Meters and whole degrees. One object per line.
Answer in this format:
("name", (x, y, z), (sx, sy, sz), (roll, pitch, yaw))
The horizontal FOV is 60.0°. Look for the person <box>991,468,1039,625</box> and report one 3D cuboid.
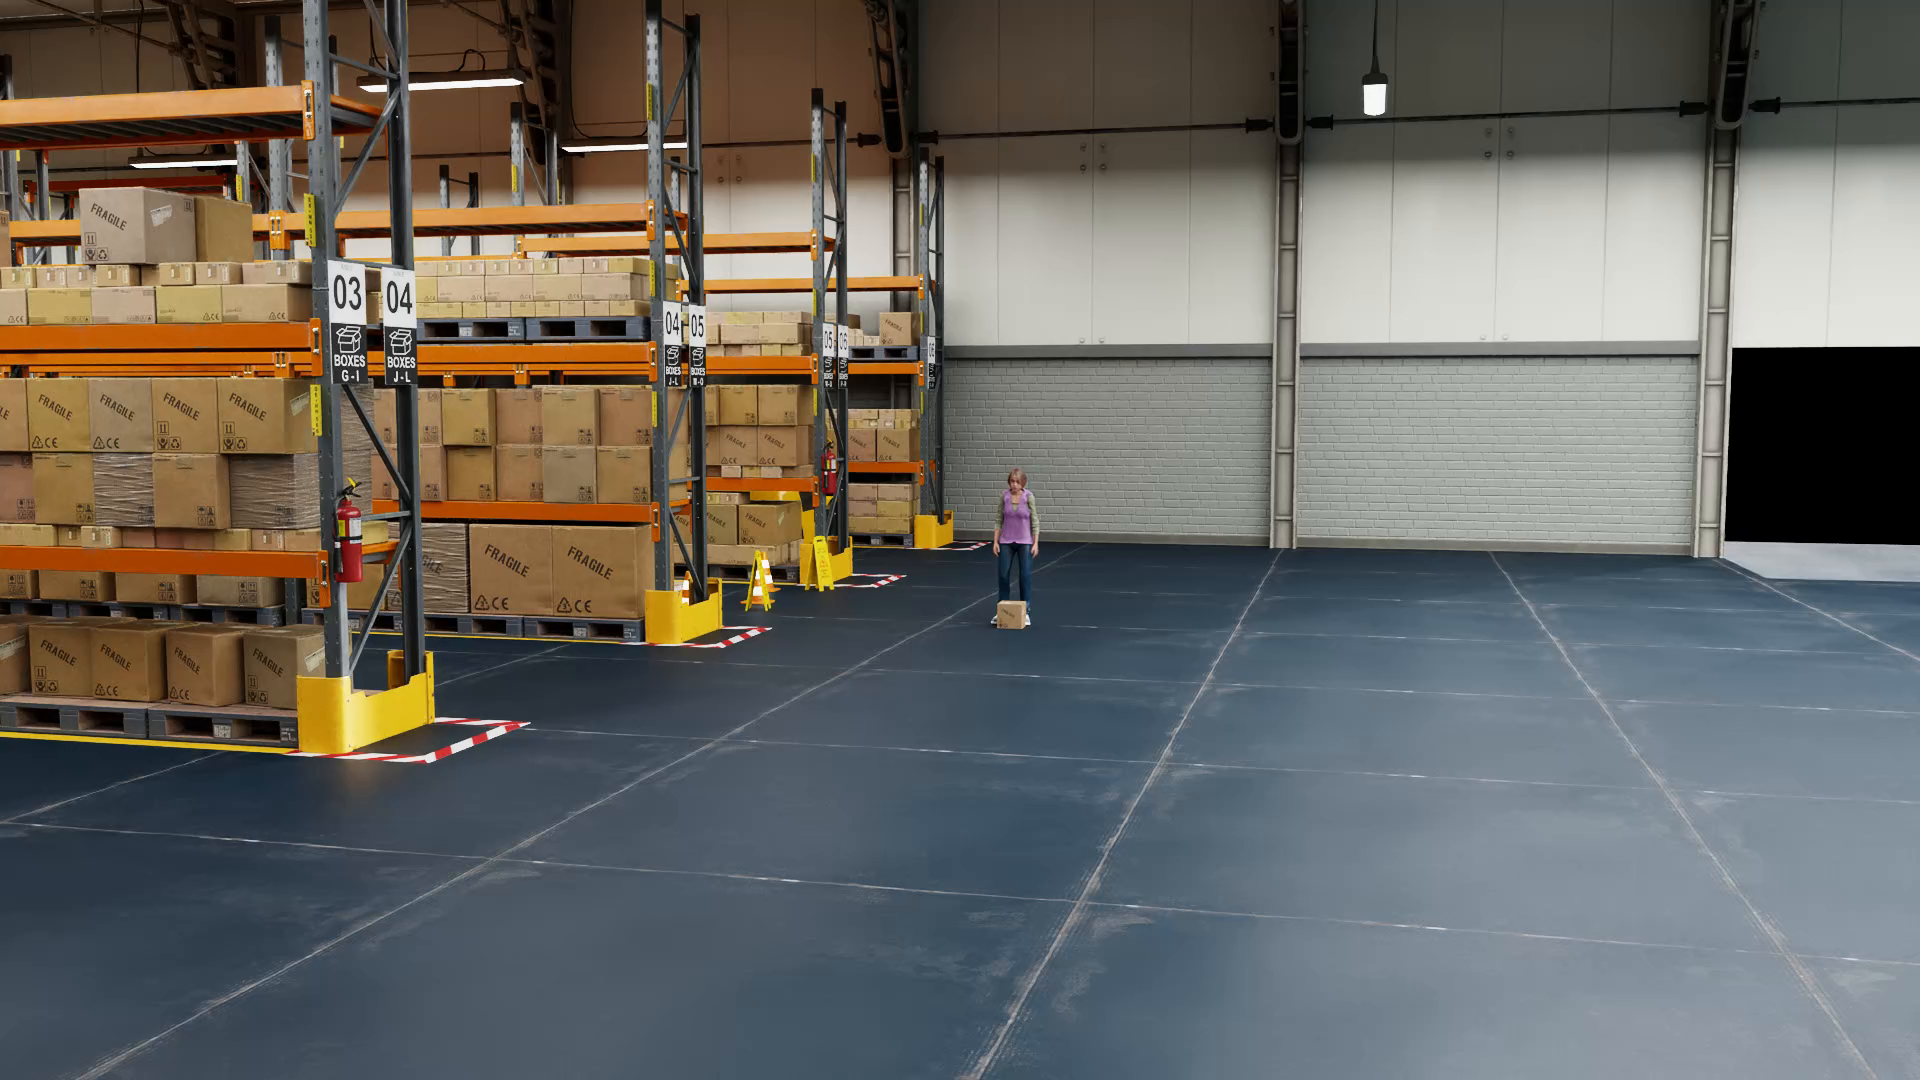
("person", (0.569, 0.064, 16.905), (0.473, 1.592, 0.349), (1, 5, 12))
